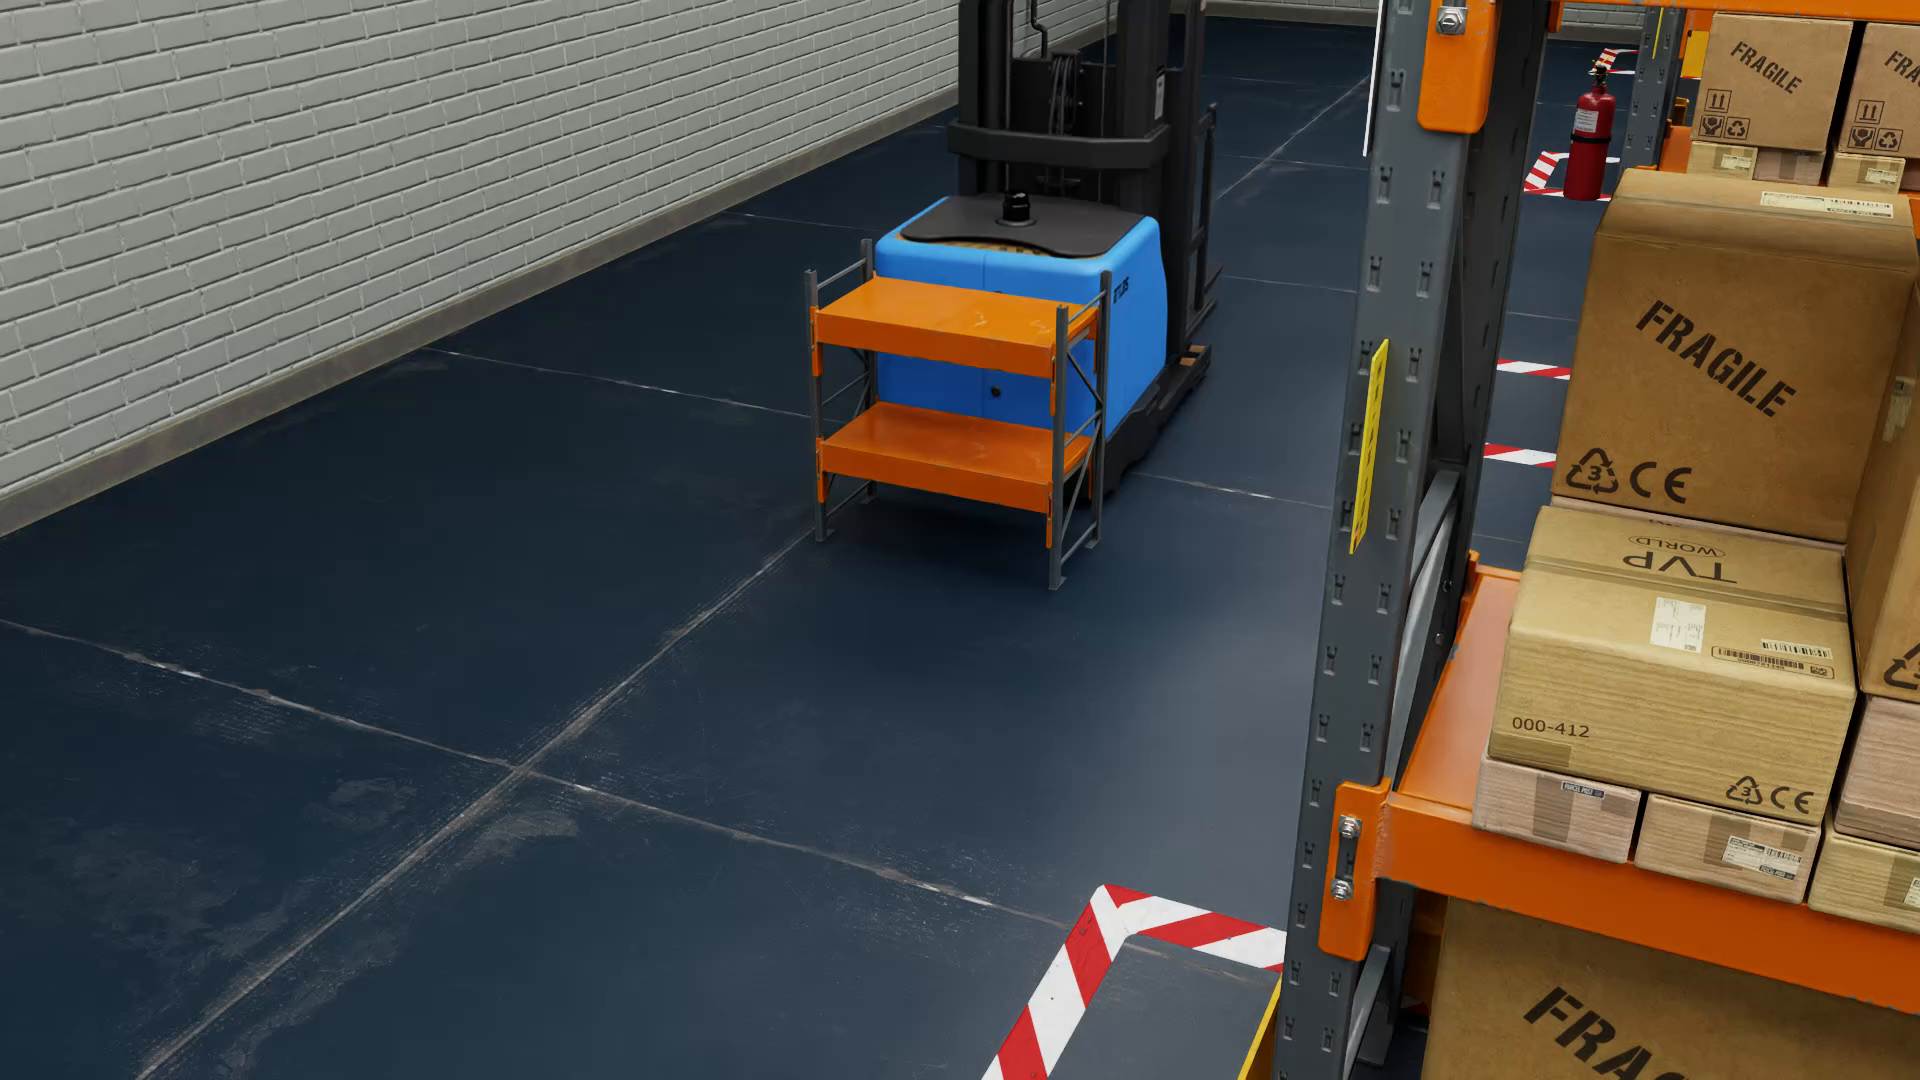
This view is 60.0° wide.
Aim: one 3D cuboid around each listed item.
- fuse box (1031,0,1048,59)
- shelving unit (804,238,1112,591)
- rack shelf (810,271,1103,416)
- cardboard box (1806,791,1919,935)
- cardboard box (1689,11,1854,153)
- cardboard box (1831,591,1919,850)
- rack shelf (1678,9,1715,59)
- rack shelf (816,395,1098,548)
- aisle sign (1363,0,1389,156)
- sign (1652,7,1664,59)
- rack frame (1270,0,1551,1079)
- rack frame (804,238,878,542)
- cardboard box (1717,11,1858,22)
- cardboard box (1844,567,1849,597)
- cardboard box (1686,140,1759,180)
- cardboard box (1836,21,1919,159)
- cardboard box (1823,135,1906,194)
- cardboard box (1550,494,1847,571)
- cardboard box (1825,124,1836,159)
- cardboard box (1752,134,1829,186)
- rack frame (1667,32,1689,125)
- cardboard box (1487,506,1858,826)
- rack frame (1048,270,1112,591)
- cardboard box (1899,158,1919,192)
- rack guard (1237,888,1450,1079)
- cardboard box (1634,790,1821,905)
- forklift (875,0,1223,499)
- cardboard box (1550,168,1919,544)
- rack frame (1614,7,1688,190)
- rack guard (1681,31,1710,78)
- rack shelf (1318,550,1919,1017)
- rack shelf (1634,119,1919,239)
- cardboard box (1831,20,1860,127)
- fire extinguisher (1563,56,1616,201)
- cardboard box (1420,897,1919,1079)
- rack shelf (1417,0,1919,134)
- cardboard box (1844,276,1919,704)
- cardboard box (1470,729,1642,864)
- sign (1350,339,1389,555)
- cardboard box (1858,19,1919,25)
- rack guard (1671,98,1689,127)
[{"bbox_3d":[0.830,-5.186,15.347,0.414,1.711,0.539,11,28,22],"label":"fuse box"},{"bbox_3d":[-0.006,-0.506,6.504,1.048,1.125,0.538,11,28,22],"label":"shelving unit"},{"bbox_3d":[-0.006,-0.768,6.375,1.000,0.278,0.538,11,28,22],"label":"rack shelf"},{"bbox_3d":[1.522,0.463,2.698,0.250,0.149,0.380,11,28,21],"label":"cardboard box"},{"bbox_3d":[3.307,-1.901,6.766,0.500,0.500,0.500,13,29,24],"label":"cardboard box"},{"bbox_3d":[1.669,0.282,2.614,0.500,0.250,0.500,11,28,21],"label":"cardboard box"},{"bbox_3d":[6.791,-3.236,10.742,4.000,0.370,1.077,11,28,22],"label":"rack shelf"},{"bbox_3d":[-0.006,-0.287,6.612,1.000,0.278,0.538,11,28,22],"label":"rack shelf"},{"bbox_3d":[0.678,-0.999,2.440,0.004,0.787,0.394,11,28,22],"label":"aisle sign"},{"bbox_3d":[2.789,-2.086,6.611,0.005,0.325,0.100,11,28,22],"label":"sign"},{"bbox_3d":[0.868,0.060,3.233,0.127,3.000,1.000,11,28,22],"label":"rack frame"},{"bbox_3d":[-0.469,-0.599,6.693,0.032,1.125,0.500,11,28,22],"label":"rack frame"},{"bbox_3d":[3.312,-2.354,6.554,0.500,0.500,0.500,11,28,21],"label":"cardboard box"},{"bbox_3d":[1.880,0.069,3.048,0.500,0.250,0.500,11,28,21],"label":"cardboard box"},{"bbox_3d":[3.172,-1.612,6.913,0.250,0.149,0.380,11,28,21],"label":"cardboard box"},{"bbox_3d":[3.805,-1.814,6.588,0.500,0.500,0.500,11,28,22],"label":"cardboard box"},{"bbox_3d":[3.644,-1.512,6.709,0.250,0.149,0.380,11,28,20],"label":"cardboard box"},{"bbox_3d":[1.419,-0.024,3.237,0.500,0.250,0.500,11,28,21],"label":"cardboard box"},{"bbox_3d":[3.872,-1.757,7.207,0.250,0.149,0.380,11,28,21],"label":"cardboard box"},{"bbox_3d":[3.421,-1.582,6.853,0.250,0.149,0.380,12,29,24],"label":"cardboard box"},{"bbox_3d":[4.970,-3.925,11.326,0.127,3.000,1.000,11,28,22],"label":"rack frame"},{"bbox_3d":[1.193,0.190,2.801,0.500,0.250,0.500,11,28,20],"label":"cardboard box"},{"bbox_3d":[0.457,-0.413,6.315,0.032,1.125,0.500,11,28,22],"label":"rack frame"},{"bbox_3d":[3.937,-1.519,6.725,0.250,0.149,0.380,13,29,24],"label":"cardboard box"},{"bbox_3d":[0.846,1.177,3.794,0.348,0.500,1.175,11,28,22],"label":"rack guard"},{"bbox_3d":[1.289,0.416,2.793,0.250,0.149,0.380,11,28,21],"label":"cardboard box"},{"bbox_3d":[0.633,-2.113,7.723,1.130,2.935,3.031,10,28,19],"label":"forklift"},{"bbox_3d":[1.420,-0.359,3.068,0.500,0.500,0.500,12,29,22],"label":"cardboard box"},{"bbox_3d":[3.013,-1.916,7.246,0.127,3.000,1.000,11,28,22],"label":"rack frame"},{"bbox_3d":[7.091,-4.786,15.905,0.348,0.500,1.175,11,28,22],"label":"rack guard"},{"bbox_3d":[2.689,0.748,2.649,4.000,0.370,1.077,11,28,22],"label":"rack shelf"},{"bbox_3d":[4.834,-1.228,6.662,4.000,0.370,1.077,11,28,22],"label":"rack shelf"},{"bbox_3d":[3.995,-2.019,7.006,0.500,0.500,0.500,11,28,21],"label":"cardboard box"},{"bbox_3d":[2.975,-1.946,7.816,0.183,0.674,0.296,11,28,22],"label":"fire extinguisher"},{"bbox_3d":[1.484,0.909,3.437,0.875,0.875,0.875,11,28,22],"label":"cardboard box"},{"bbox_3d":[2.689,-0.597,1.986,4.000,0.370,1.077,11,28,22],"label":"rack shelf"},{"bbox_3d":[1.648,-0.055,2.450,0.500,0.500,0.500,11,28,21],"label":"cardboard box"},{"bbox_3d":[1.054,0.370,2.887,0.250,0.149,0.380,12,29,22],"label":"cardboard box"},{"bbox_3d":[0.633,-0.142,2.573,0.005,0.325,0.100,11,28,22],"label":"sign"},{"bbox_3d":[3.774,-2.264,6.371,0.500,0.500,0.500,12,29,23],"label":"cardboard box"},{"bbox_3d":[4.948,-2.808,11.887,0.348,0.500,1.175,11,28,22],"label":"rack guard"}]
